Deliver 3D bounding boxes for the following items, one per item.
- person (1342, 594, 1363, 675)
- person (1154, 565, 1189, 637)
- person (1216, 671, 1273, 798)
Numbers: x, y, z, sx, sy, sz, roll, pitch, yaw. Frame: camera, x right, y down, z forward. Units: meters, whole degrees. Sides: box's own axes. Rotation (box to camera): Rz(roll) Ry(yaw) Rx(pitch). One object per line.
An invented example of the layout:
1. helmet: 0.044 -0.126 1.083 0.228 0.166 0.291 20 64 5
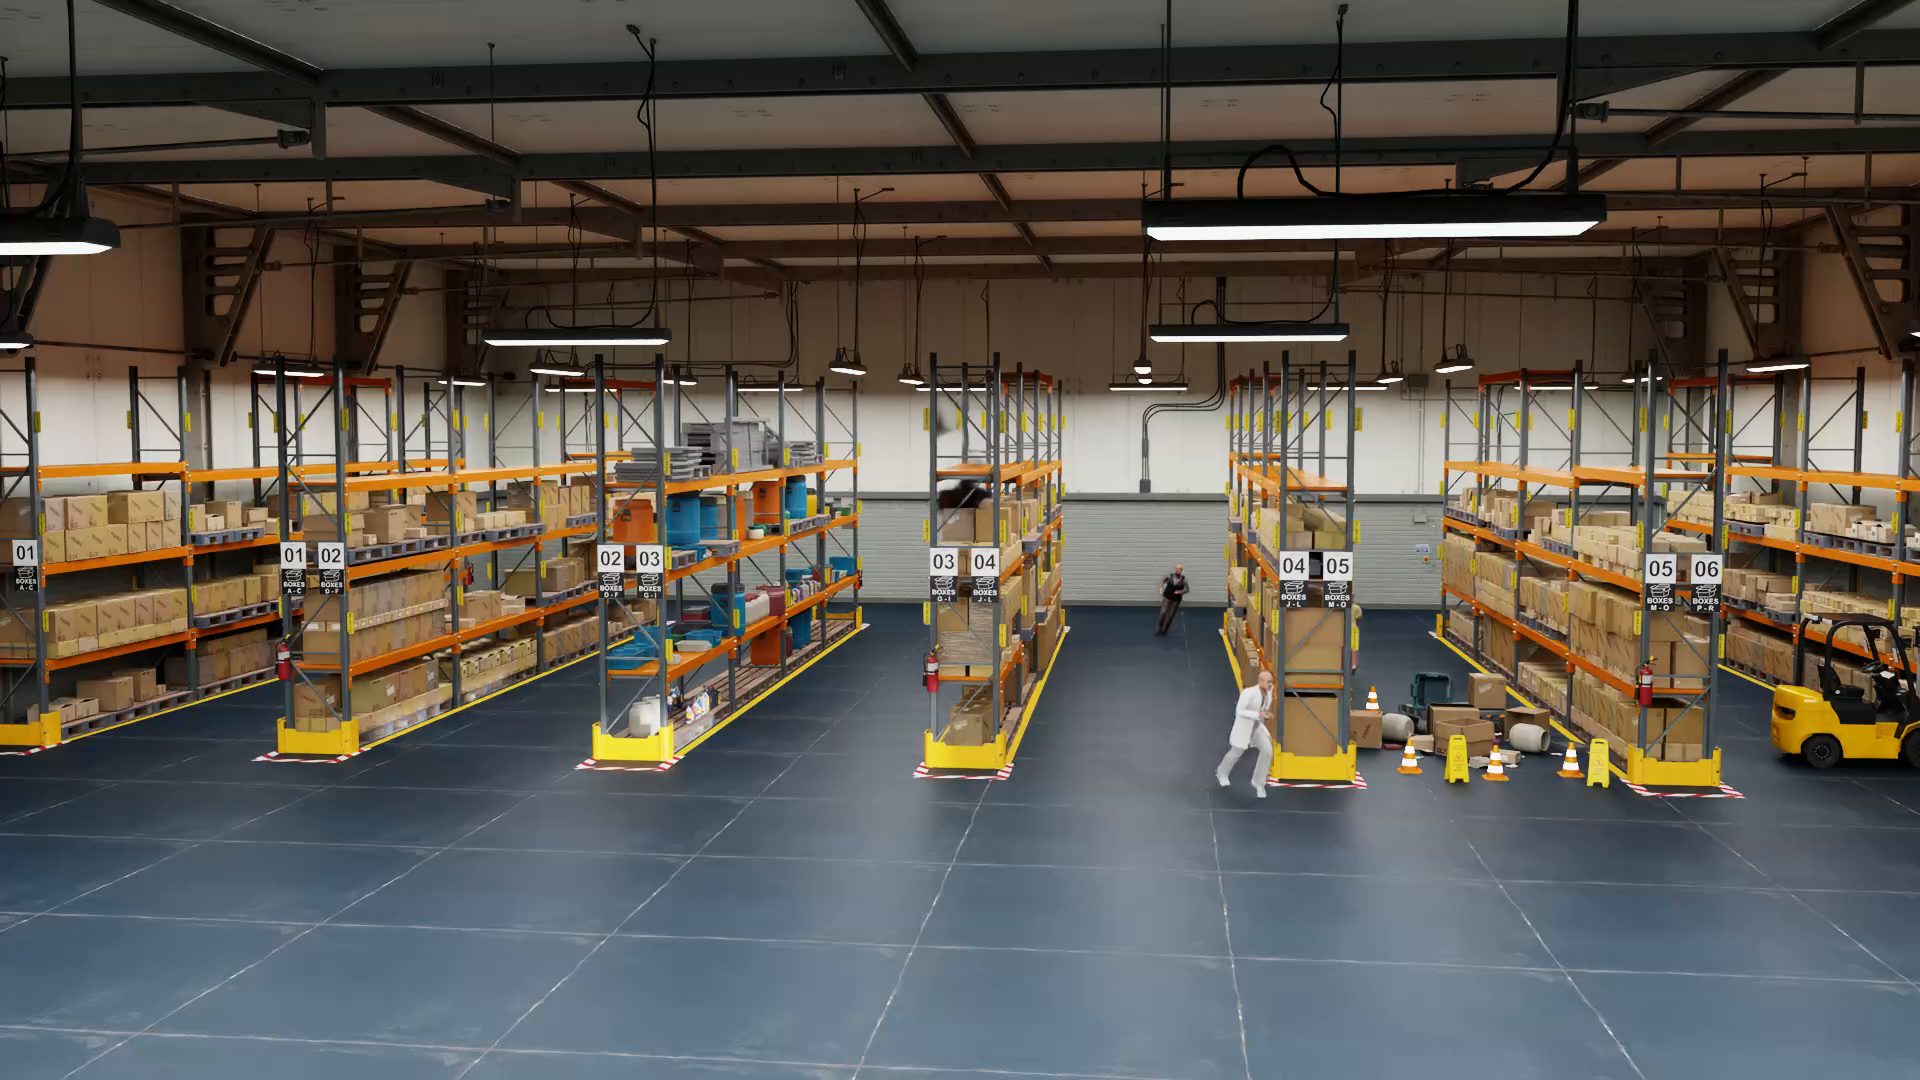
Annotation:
1. person: 7.643 1.829 32.673 0.562 1.678 0.948 0 4 3
2. person: 4.964 1.423 39.027 0.818 1.705 0.669 1 4 8
3. person: 3.880 2.602 22.450 0.752 1.757 1.076 -3 5 -35
